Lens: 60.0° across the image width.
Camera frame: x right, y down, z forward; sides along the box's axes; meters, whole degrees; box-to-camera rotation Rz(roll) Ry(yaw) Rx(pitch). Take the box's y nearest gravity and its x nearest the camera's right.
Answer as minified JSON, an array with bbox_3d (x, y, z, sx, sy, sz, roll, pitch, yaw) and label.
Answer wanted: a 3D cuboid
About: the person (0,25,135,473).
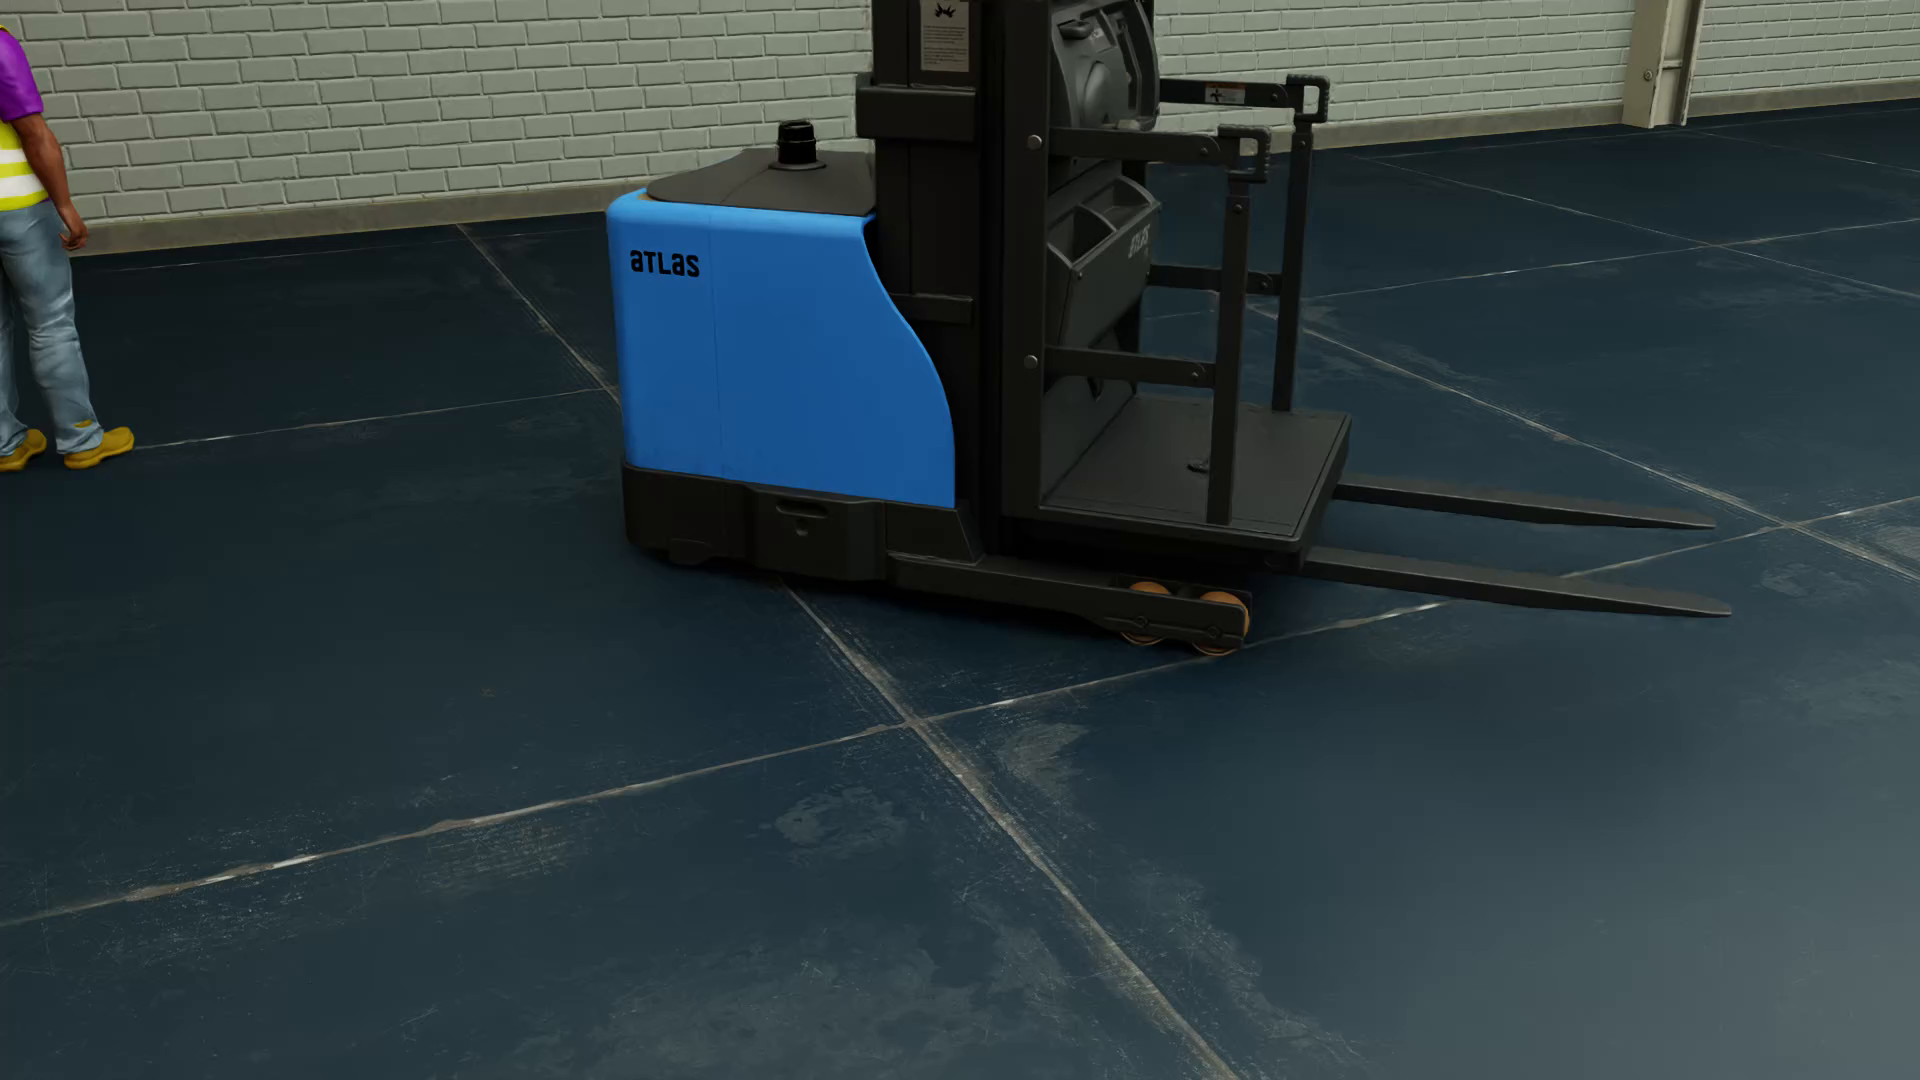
[{"bbox_3d":[-3.157,-1.097,5.447,0.614,1.771,0.387,1,23,3],"label":"person"}]

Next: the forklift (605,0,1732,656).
[{"bbox_3d":[0.579,-1.278,4.362,3.031,2.935,1.130,8,24,18],"label":"forklift"}]
